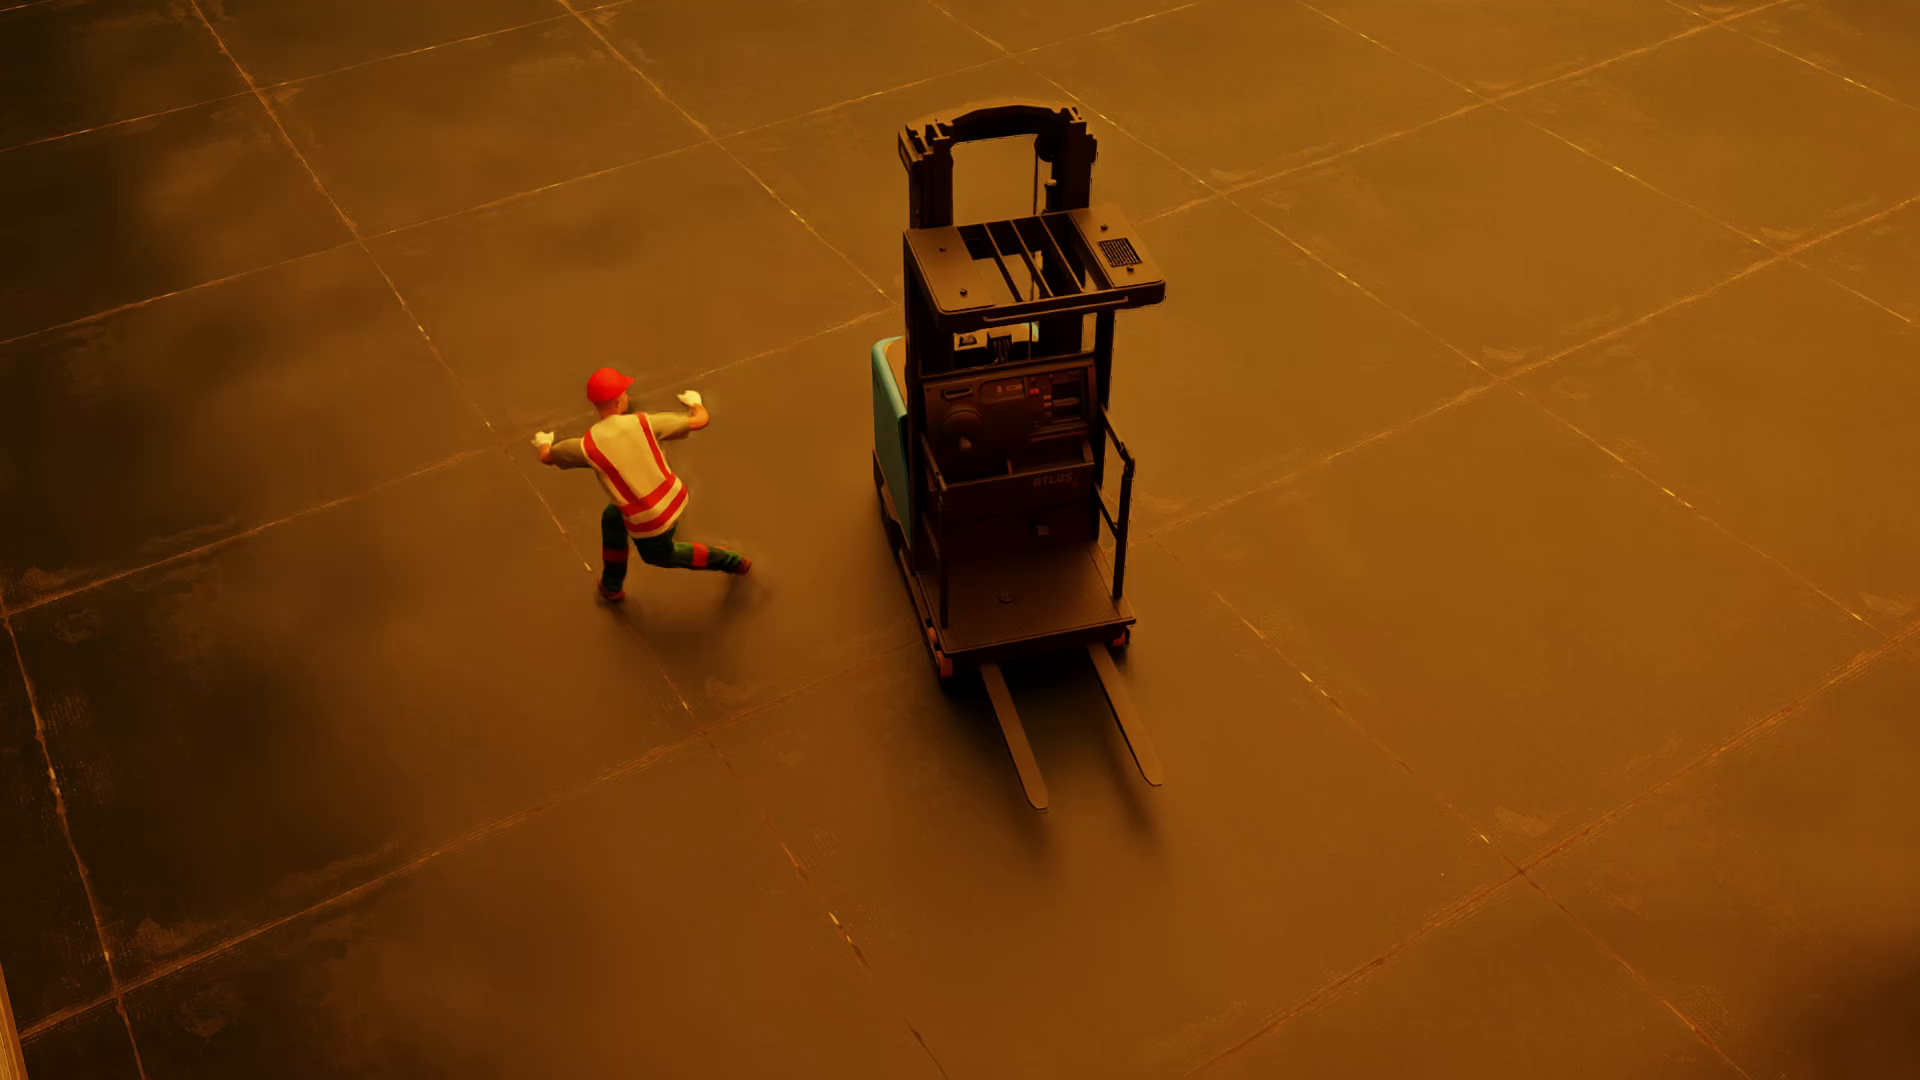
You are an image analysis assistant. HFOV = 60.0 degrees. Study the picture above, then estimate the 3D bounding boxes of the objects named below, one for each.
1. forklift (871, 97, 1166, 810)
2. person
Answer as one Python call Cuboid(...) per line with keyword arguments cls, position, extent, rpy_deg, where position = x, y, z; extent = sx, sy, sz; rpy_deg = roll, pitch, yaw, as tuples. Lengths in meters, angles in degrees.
Cuboid(cls="forklift", position=(0.324, -0.619, 8.579), extent=(1.130, 2.935, 3.031), rpy_deg=(-10, 42, -11))
Cuboid(cls="person", position=(-1.817, -0.369, 9.386), extent=(1.147, 1.553, 0.911), rpy_deg=(21, 45, 23))
